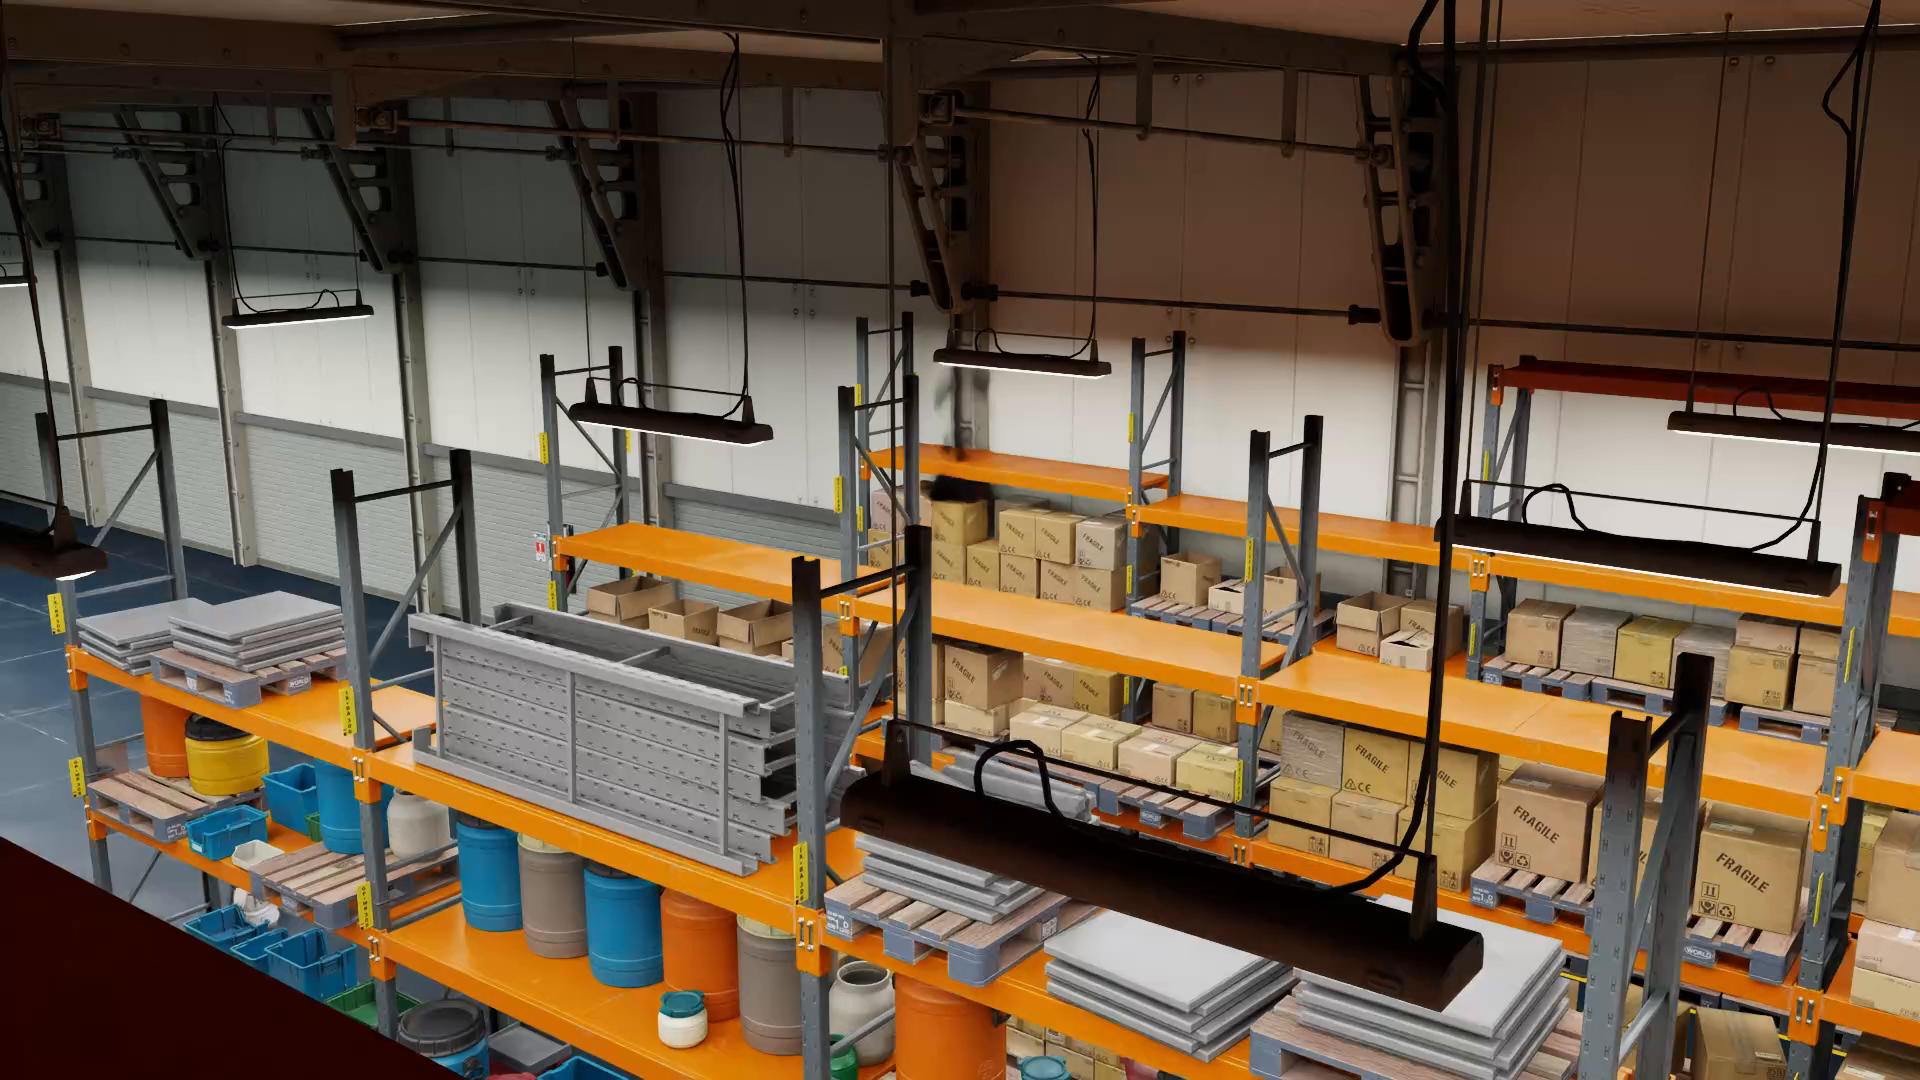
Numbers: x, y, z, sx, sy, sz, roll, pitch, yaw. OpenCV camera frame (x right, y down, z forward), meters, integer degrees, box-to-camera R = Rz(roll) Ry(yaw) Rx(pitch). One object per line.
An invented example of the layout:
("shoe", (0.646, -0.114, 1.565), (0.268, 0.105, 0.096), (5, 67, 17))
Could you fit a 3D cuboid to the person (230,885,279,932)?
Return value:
("person", (-6.727, 3.642, 15.868), (0.596, 1.660, 0.593), (4, 14, 19))
